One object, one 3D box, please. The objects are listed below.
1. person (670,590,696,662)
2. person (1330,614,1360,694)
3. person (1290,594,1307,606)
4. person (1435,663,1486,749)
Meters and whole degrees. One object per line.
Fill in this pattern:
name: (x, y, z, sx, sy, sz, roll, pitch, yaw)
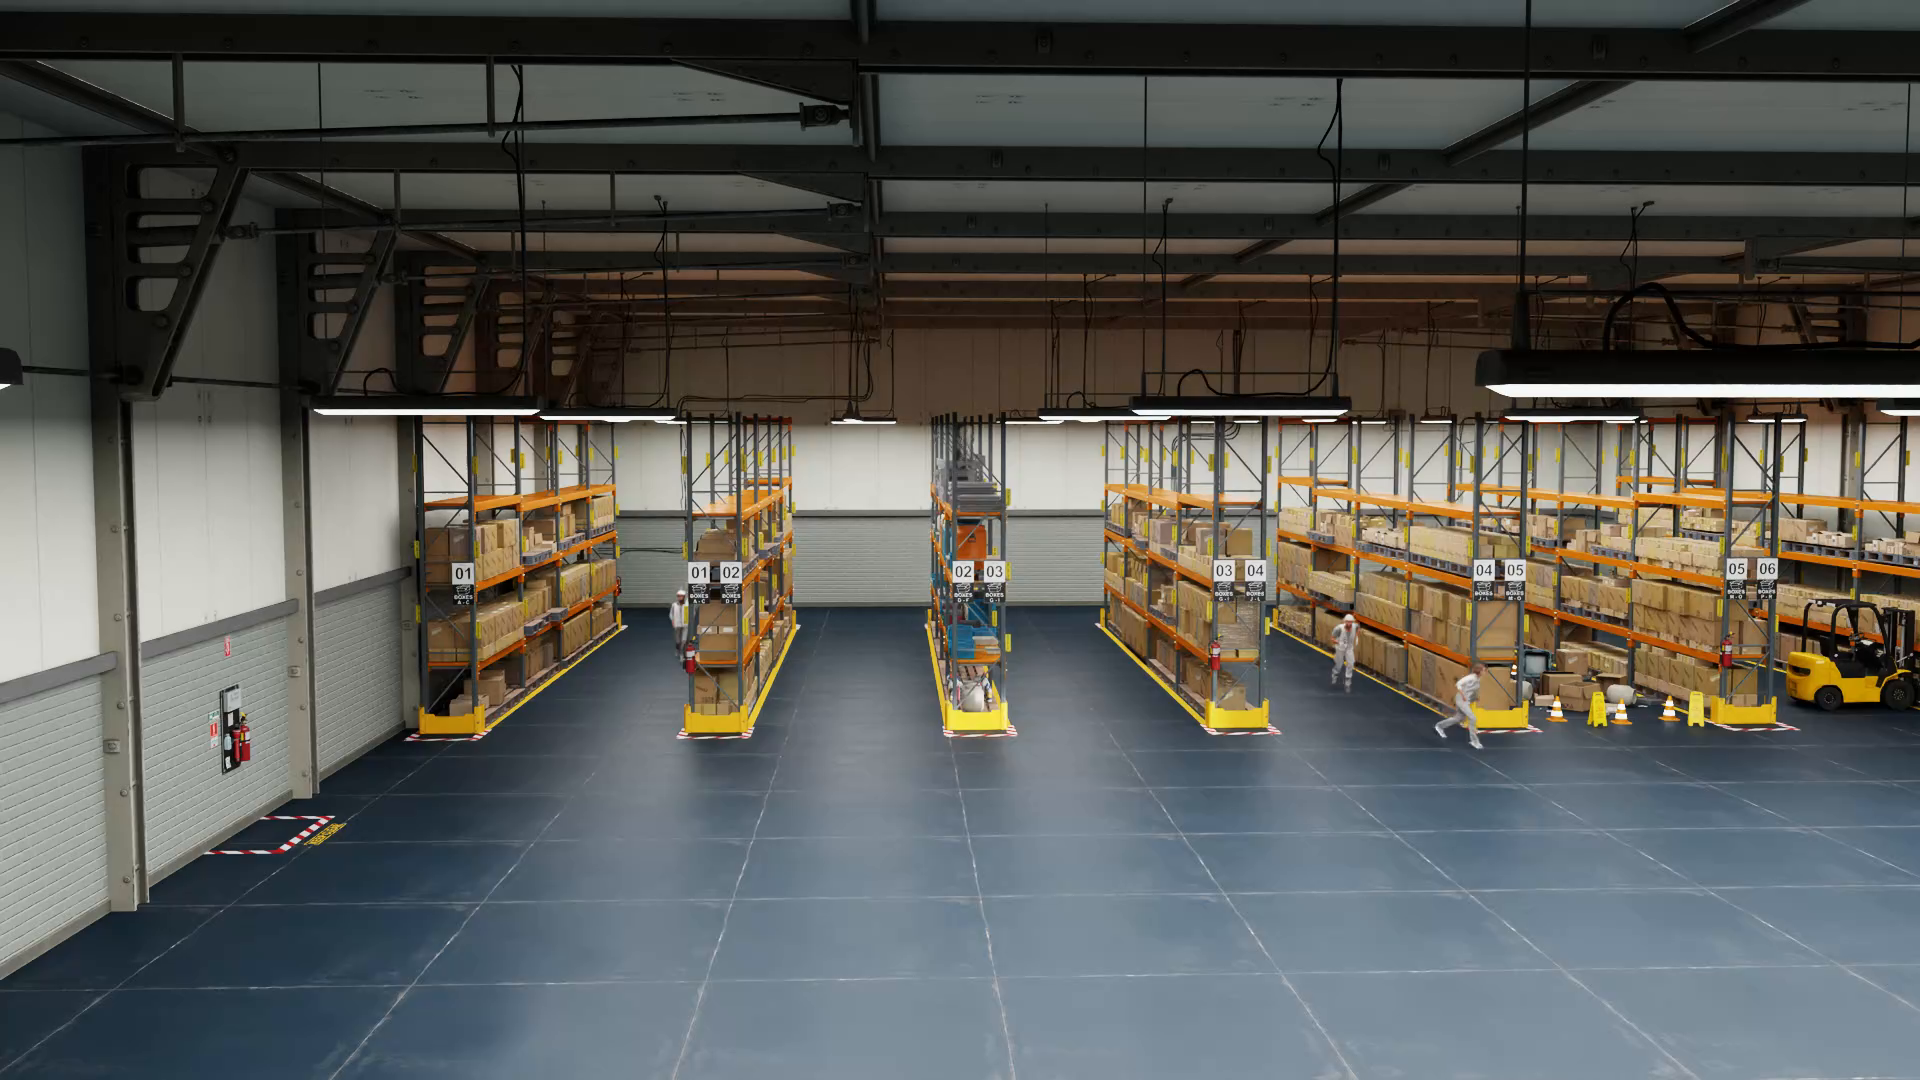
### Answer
person: (-6.773, 2.101, 40.594, 0.656, 1.745, 0.577, 0, 4, -2)
person: (8.330, 2.437, 36.155, 0.704, 1.732, 1.056, -1, 4, -9)
person: (9.973, 1.513, 48.835, 0.901, 1.788, 0.740, 2, 4, 26)
person: (8.949, 2.960, 29.798, 0.914, 1.530, 0.569, 3, 5, 40)
